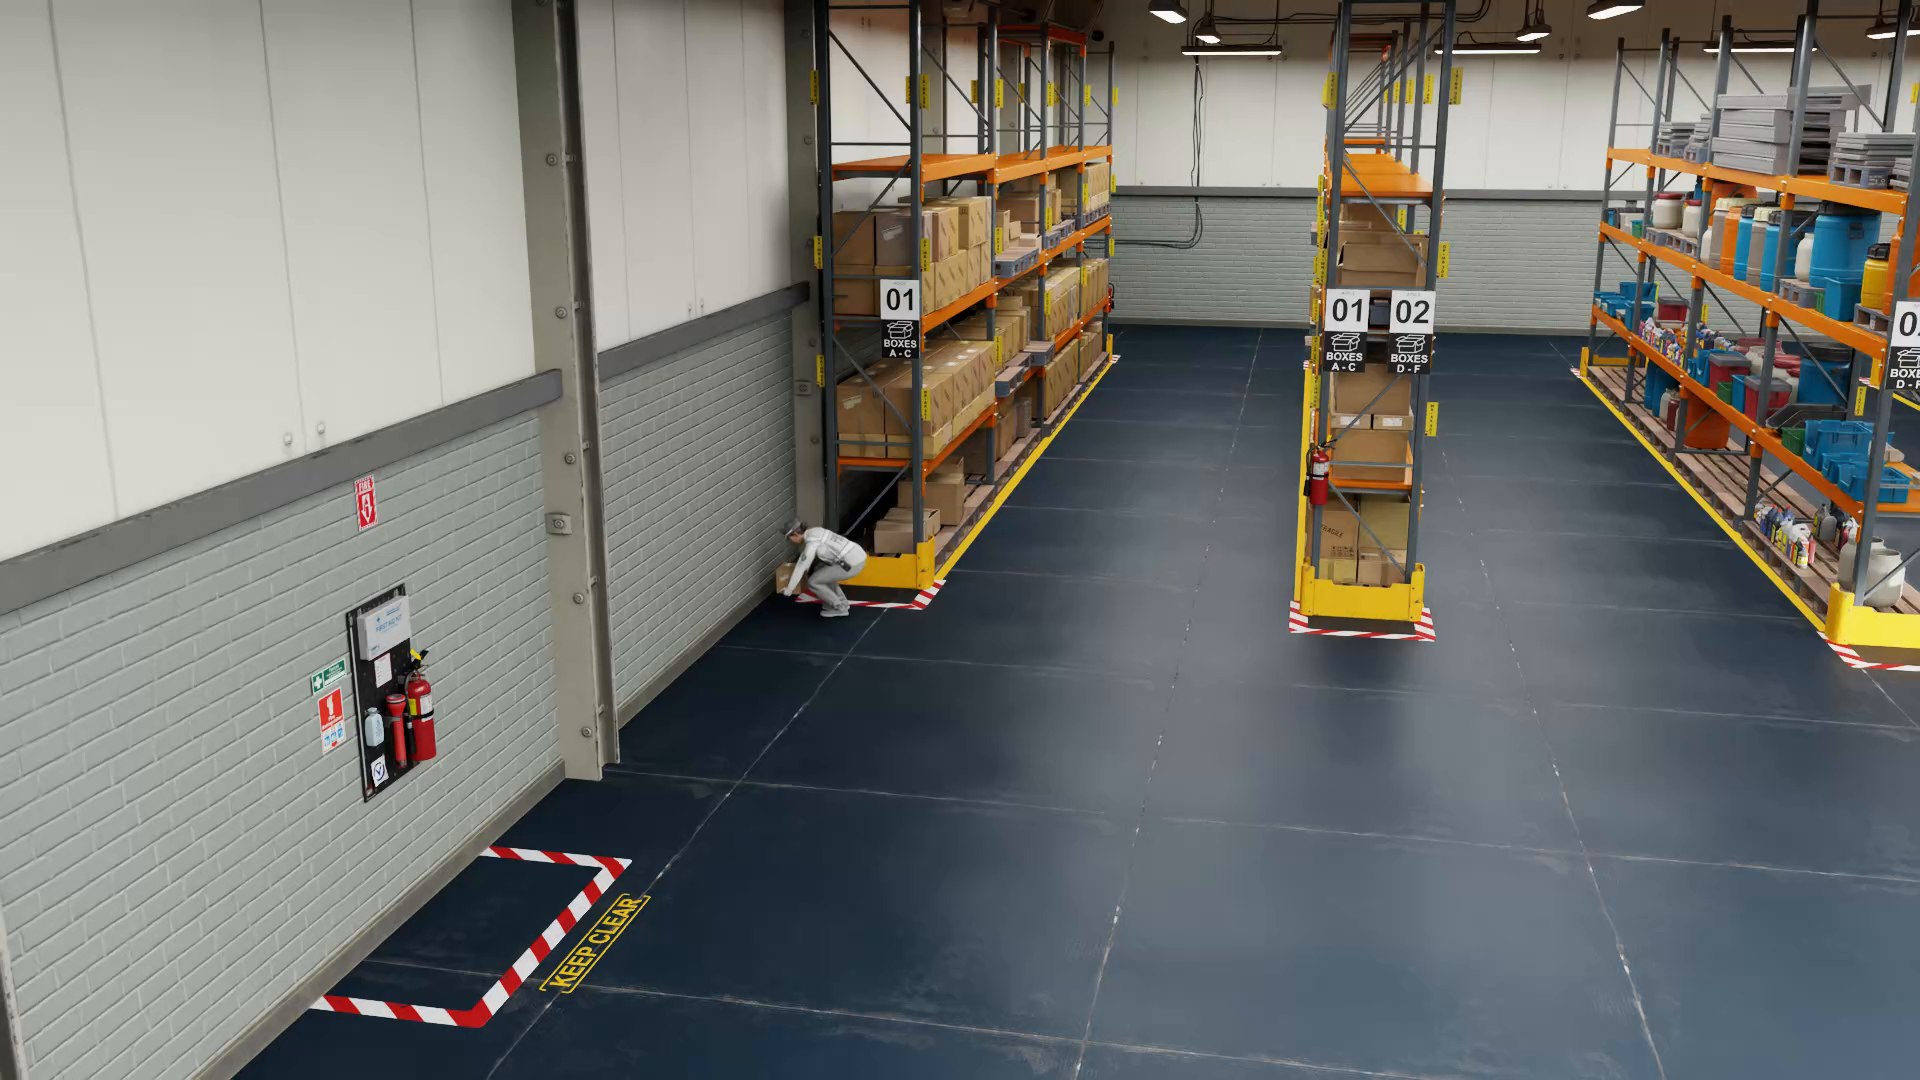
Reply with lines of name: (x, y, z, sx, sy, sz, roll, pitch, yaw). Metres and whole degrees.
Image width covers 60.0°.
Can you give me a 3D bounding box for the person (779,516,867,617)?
person: (-1.352, 0.248, 16.430, 0.857, 0.985, 0.453, 3, 15, 10)
